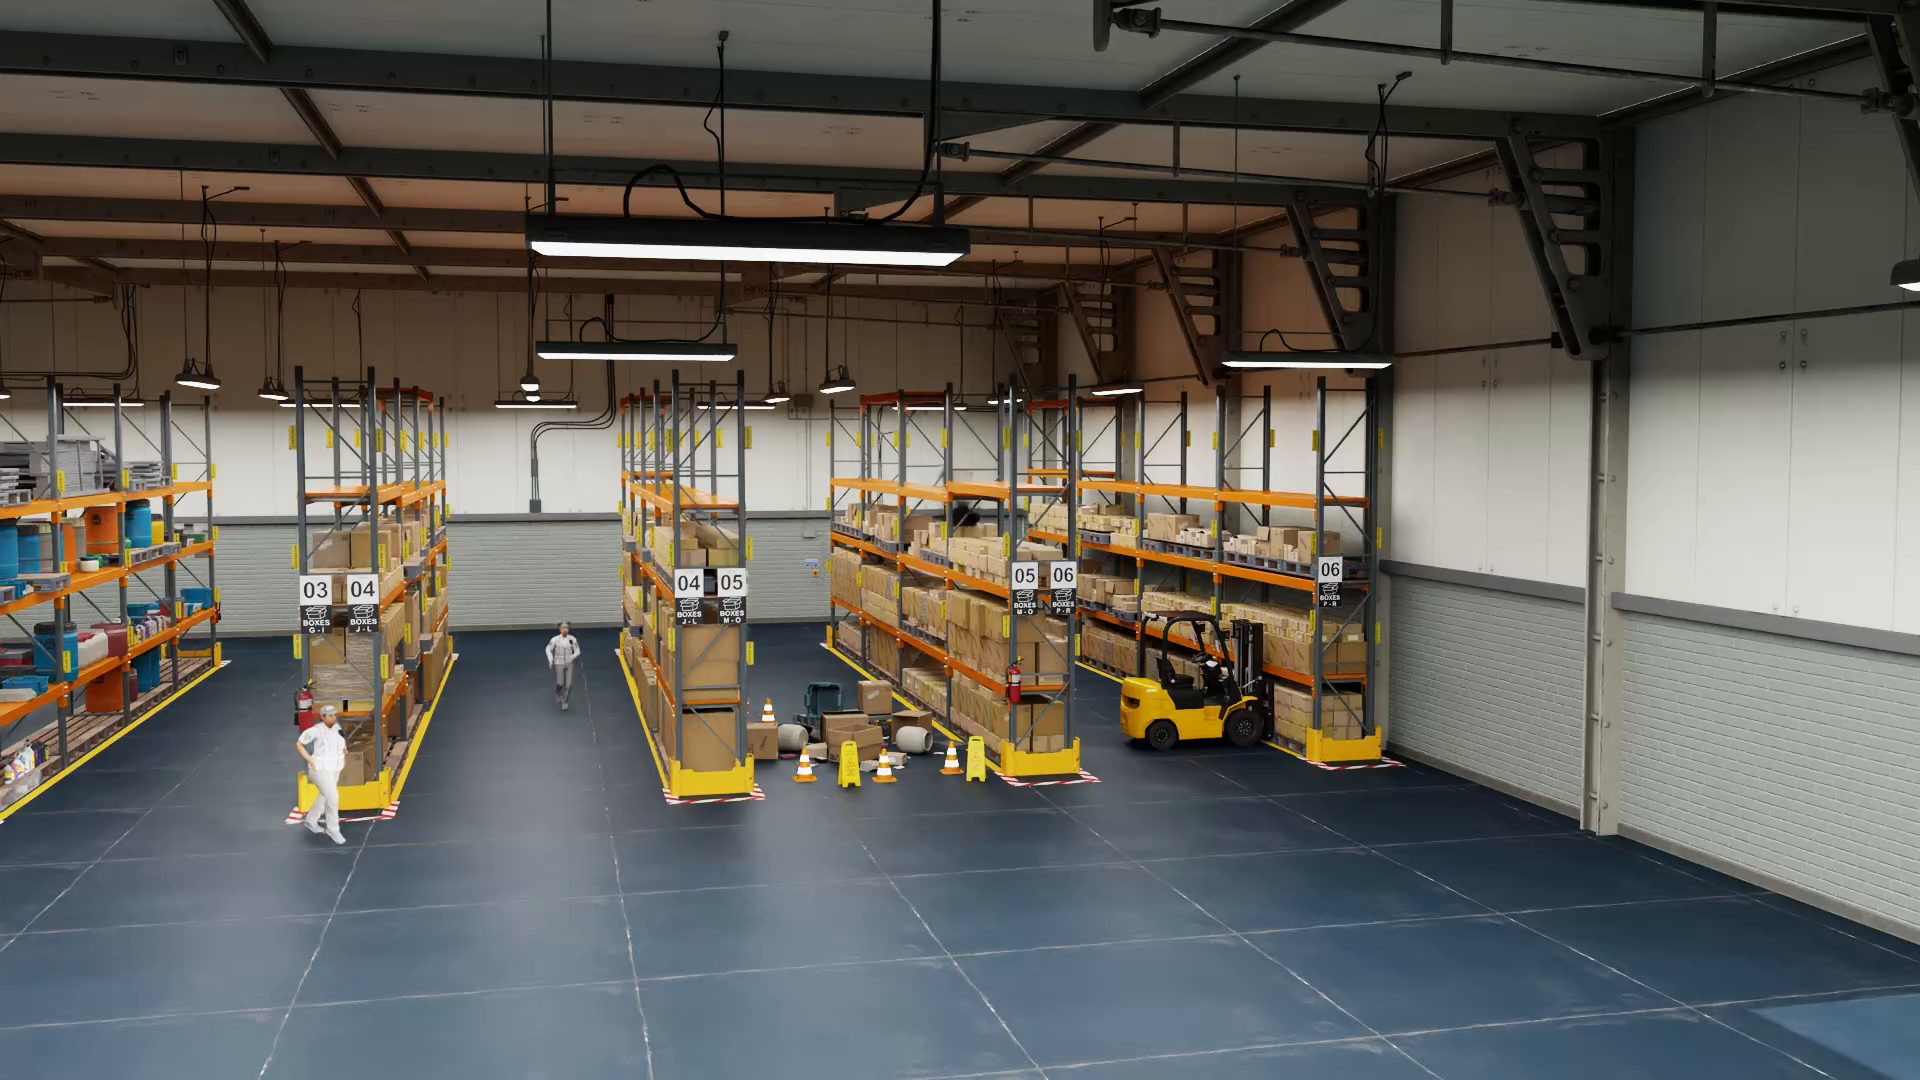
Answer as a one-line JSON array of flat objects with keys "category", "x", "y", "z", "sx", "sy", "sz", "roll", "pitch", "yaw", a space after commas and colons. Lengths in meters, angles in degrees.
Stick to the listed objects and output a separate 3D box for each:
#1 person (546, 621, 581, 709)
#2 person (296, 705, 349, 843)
[{"category": "person", "x": -7.371, "y": 2.330, "z": 30.974, "sx": 0.615, "sy": 1.651, "sz": 0.541, "roll": -1, "pitch": 4, "yaw": -20}, {"category": "person", "x": -7.977, "y": 2.925, "z": 20.894, "sx": 0.729, "sy": 1.723, "sz": 0.599, "roll": 1, "pitch": 4, "yaw": 19}]
